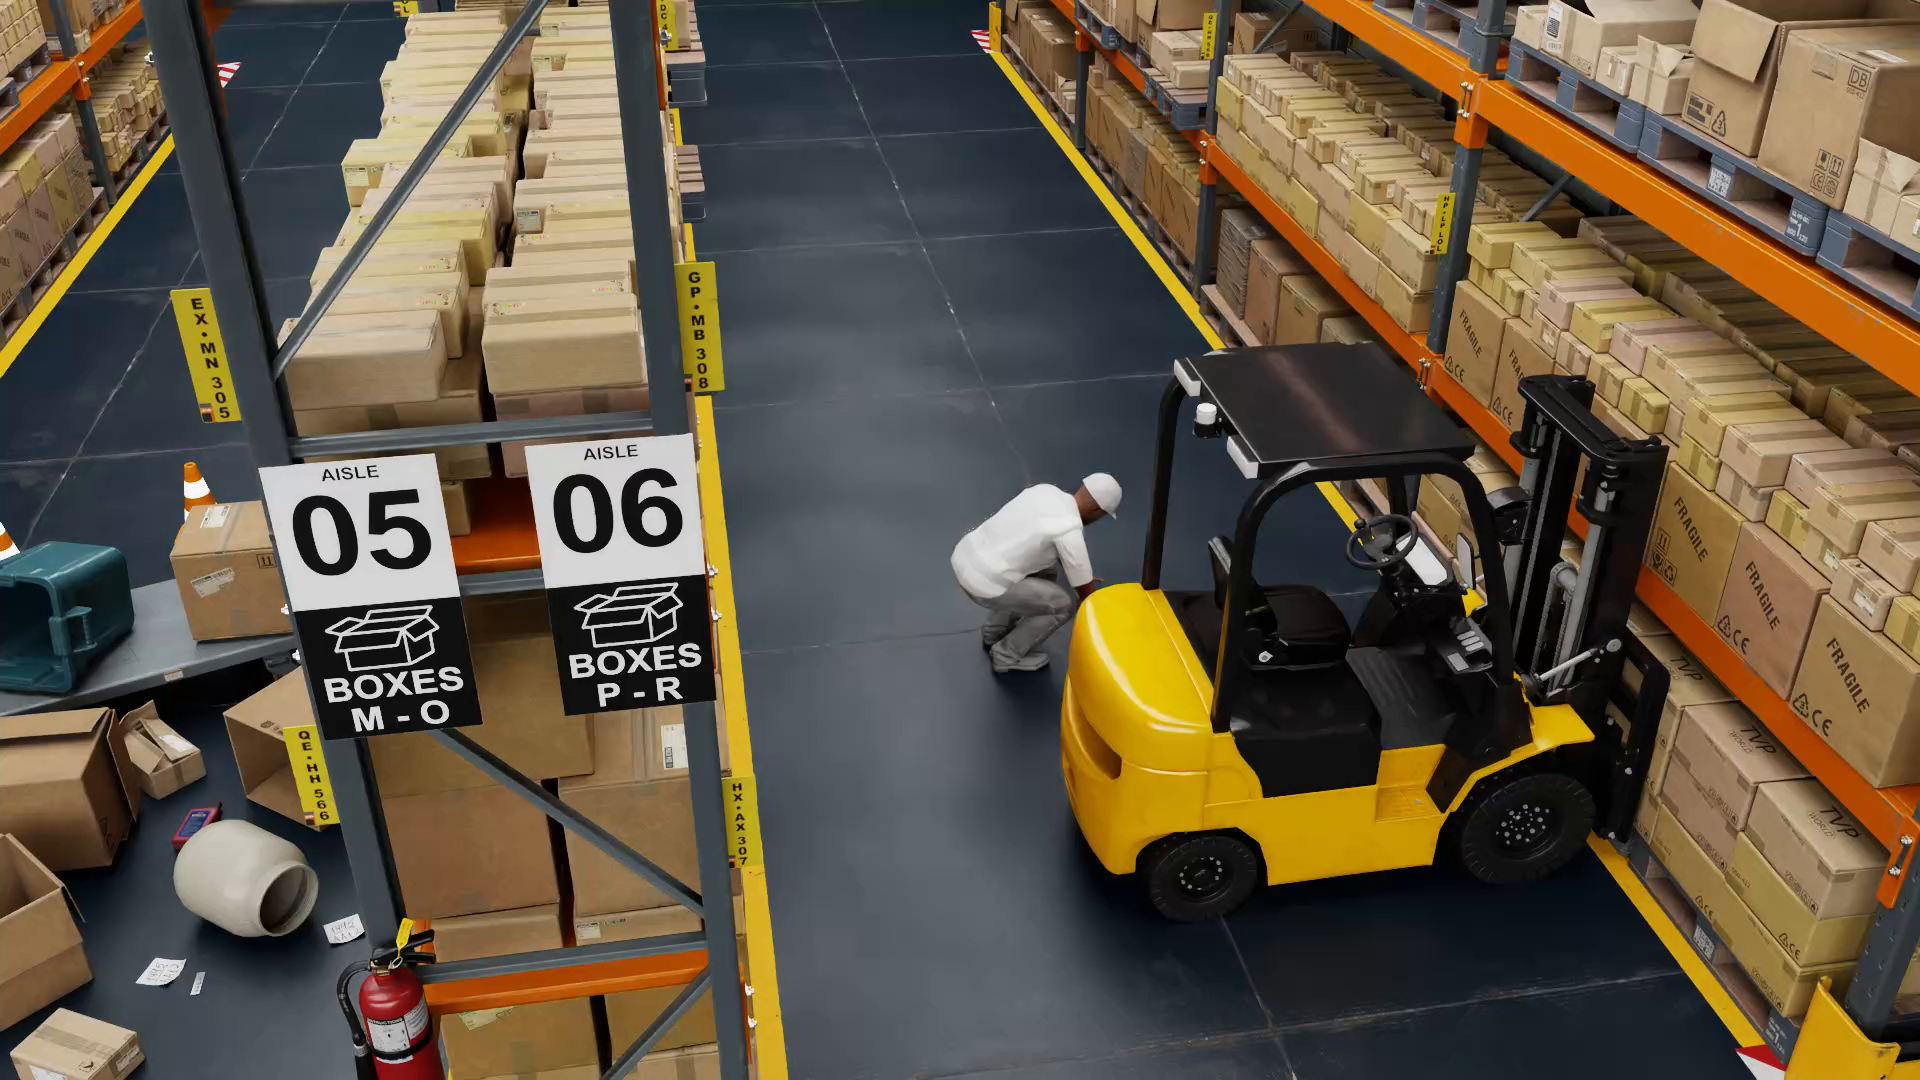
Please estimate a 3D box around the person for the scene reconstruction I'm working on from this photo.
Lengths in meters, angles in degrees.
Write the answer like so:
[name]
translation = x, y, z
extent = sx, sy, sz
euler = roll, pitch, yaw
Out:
[person]
translation = 0.399, 0.136, 8.649
extent = 0.894, 0.994, 0.584
euler = -5, 31, -9
